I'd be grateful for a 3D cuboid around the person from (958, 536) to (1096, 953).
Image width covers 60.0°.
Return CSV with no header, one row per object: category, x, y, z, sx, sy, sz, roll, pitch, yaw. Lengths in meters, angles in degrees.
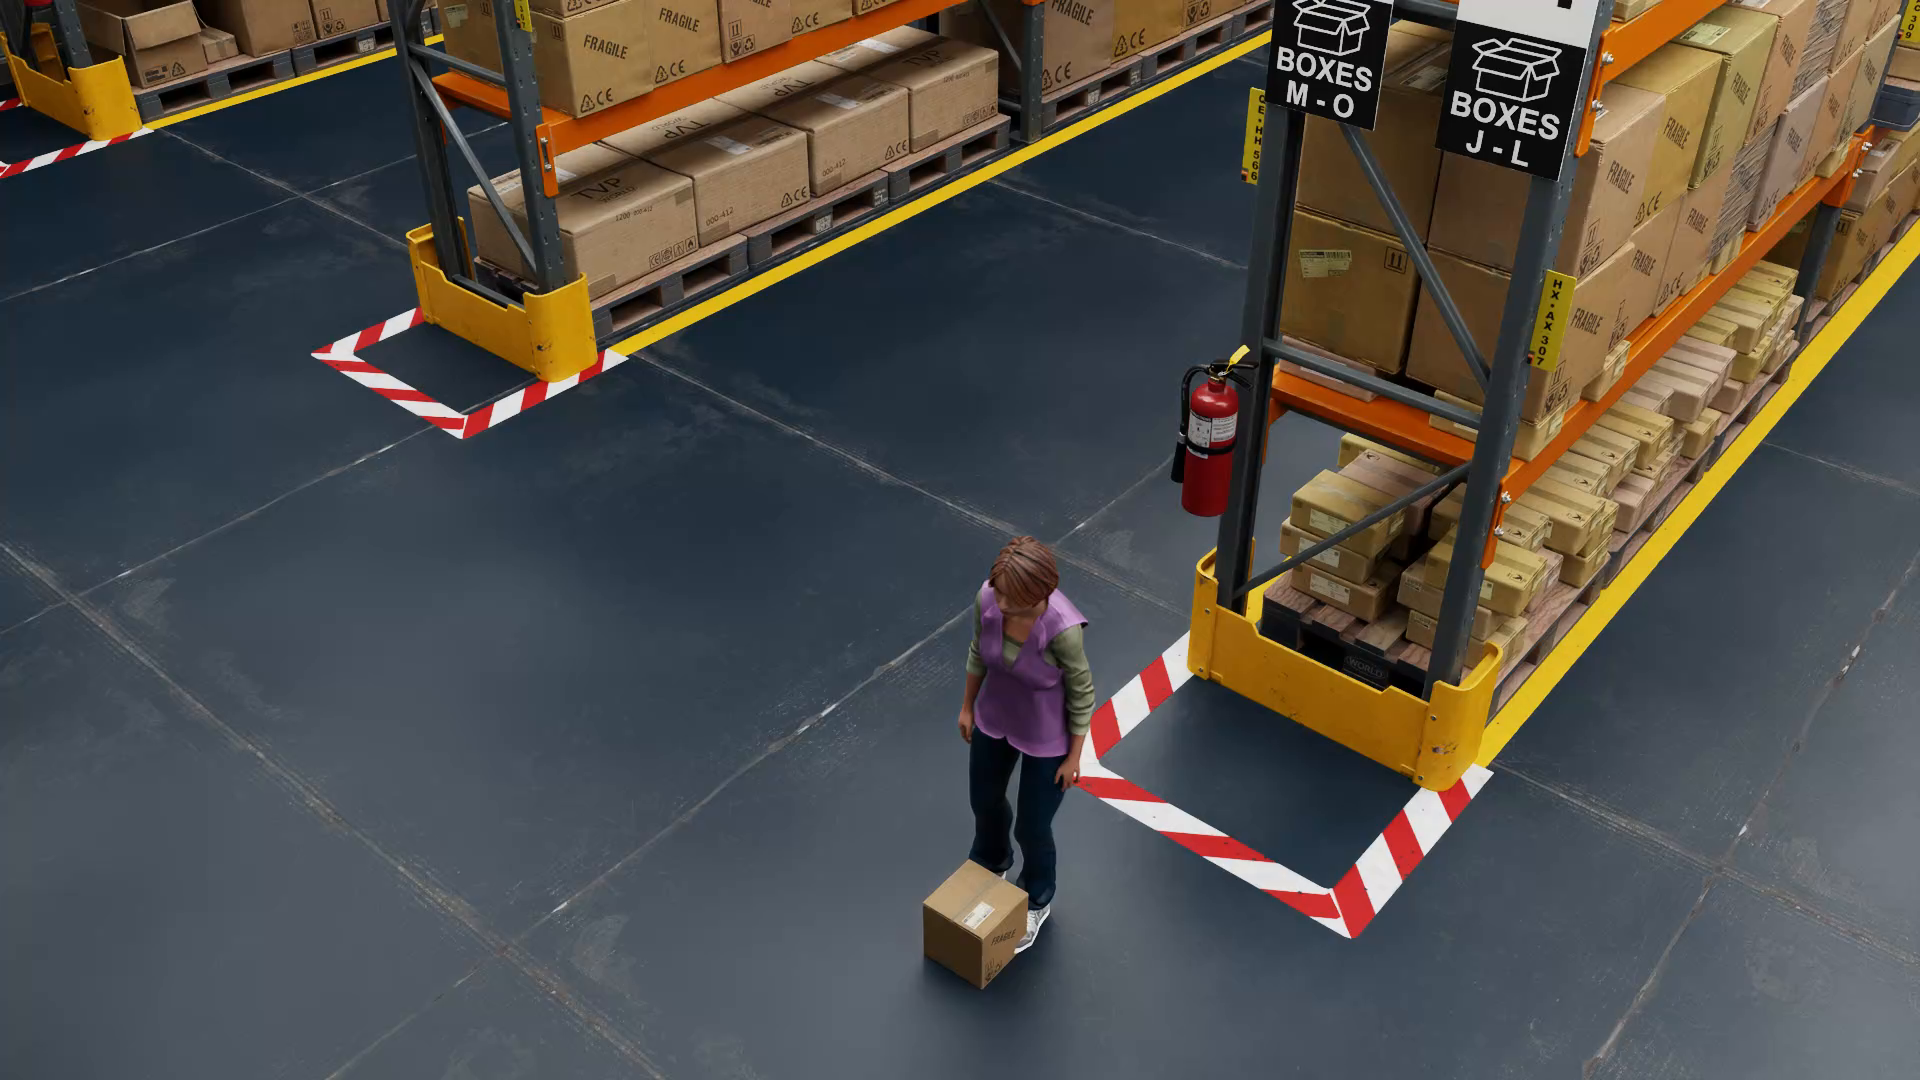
person,0.187,0.626,5.278,0.476,1.592,0.377,23,42,29
